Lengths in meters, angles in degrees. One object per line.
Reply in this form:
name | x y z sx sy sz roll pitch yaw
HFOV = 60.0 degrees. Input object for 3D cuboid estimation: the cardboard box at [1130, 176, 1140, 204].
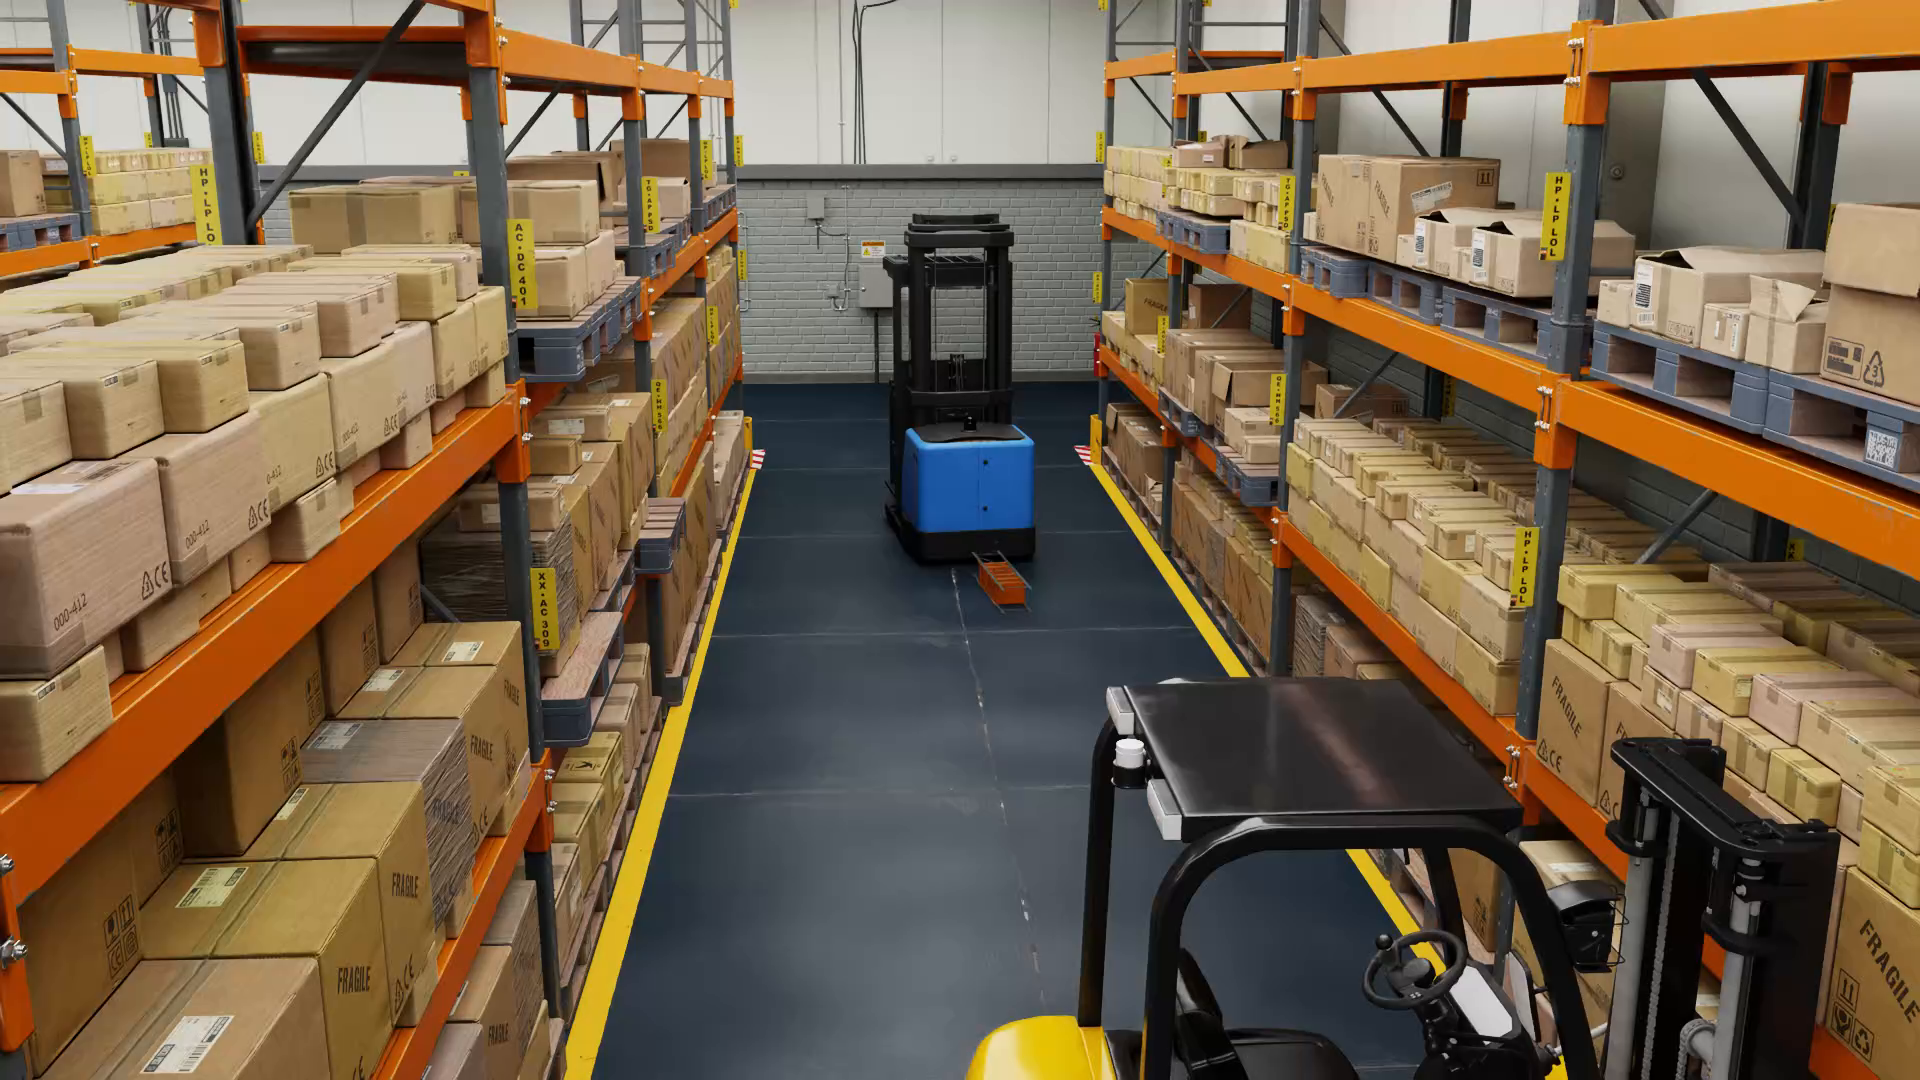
cardboard box | 1.937 -3.392 16.097 0.500 0.250 0.500 -1 14 -4

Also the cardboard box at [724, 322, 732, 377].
cardboard box | -2.501 -1.838 16.173 0.500 0.500 0.500 0 14 -2

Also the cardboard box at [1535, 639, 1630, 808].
cardboard box | 2.566 0.686 6.362 0.500 0.500 0.500 -1 14 -5

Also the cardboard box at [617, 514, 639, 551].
cardboard box | -1.959 -0.042 9.056 0.380 0.149 0.250 -1 14 -2

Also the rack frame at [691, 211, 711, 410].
rack frame | -2.650 -1.292 14.251 1.000 3.000 0.127 -1 14 -3

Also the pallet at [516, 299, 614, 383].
pallet | -2.086 -0.819 6.771 1.213 0.211 1.003 -1 14 -3

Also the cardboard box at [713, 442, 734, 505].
cardboard box | -2.638 -0.635 15.996 0.875 0.438 0.875 -1 14 -5

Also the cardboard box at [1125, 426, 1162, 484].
cardboard box | 1.946 -0.857 16.735 0.500 0.500 0.500 -1 14 -2

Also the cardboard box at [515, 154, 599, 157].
cardboard box | -2.801 -2.435 11.632 0.500 0.500 0.500 -1 14 -3

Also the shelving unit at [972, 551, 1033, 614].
shelving unit | 0.333 0.334 13.562 0.258 0.189 1.200 -3 15 -11

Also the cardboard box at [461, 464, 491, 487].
cardboard box | -2.470 -0.061 7.827 0.500 0.500 0.500 0 14 -2

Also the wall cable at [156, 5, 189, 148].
wall cable | -9.699 -8.056 22.046 2.277 5.999 0.120 -1 14 -3

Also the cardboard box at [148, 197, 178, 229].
cardboard box | -7.403 -2.944 14.952 0.500 0.250 0.500 0 14 -1

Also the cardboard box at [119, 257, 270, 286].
cardboard box | -2.408 -0.806 5.247 0.380 0.149 0.250 -1 14 -5

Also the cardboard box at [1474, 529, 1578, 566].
cardboard box | 2.560 0.051 7.531 0.380 0.149 0.250 -1 14 -3

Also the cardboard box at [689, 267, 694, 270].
cardboard box | -2.501 -2.347 14.845 0.380 0.149 0.250 -1 14 -4

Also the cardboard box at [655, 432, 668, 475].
cardboard box | -2.187 -0.596 10.845 0.500 0.250 0.500 -1 14 -4

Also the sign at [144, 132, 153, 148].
sign | -8.374 -4.053 17.207 0.100 0.325 0.005 -1 14 -3

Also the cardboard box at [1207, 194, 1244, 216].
cardboard box | 2.046 -2.490 12.348 0.380 0.149 0.250 -1 14 -2

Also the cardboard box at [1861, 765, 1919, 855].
cardboard box | 2.636 0.707 4.384 0.380 0.149 0.250 -1 14 -2

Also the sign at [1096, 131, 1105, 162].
sign | 1.514 -4.232 17.903 0.100 0.325 0.005 -1 14 -3

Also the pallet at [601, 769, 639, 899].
pallet | -2.283 1.551 8.800 1.003 0.211 1.213 -1 14 -3

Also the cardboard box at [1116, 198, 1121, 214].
cardboard box | 1.798 -3.420 17.006 0.380 0.149 0.250 -1 14 -2

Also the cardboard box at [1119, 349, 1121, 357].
cardboard box | 1.870 -1.965 17.372 0.380 0.149 0.250 0 14 -2

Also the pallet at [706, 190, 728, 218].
pallet | -2.763 -3.208 15.856 1.003 0.211 1.213 -1 14 -3

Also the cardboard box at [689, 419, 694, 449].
cardboard box | -2.328 -0.859 12.870 0.500 0.250 0.500 -1 14 -5

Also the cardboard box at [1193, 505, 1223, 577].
cardboard box | 2.179 0.018 13.333 0.500 0.500 0.500 -1 14 -5

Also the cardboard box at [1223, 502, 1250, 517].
cardboard box | 2.250 -0.192 12.850 0.380 0.149 0.250 -1 14 -3

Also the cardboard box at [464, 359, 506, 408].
cardboard box | -1.830 -0.559 5.888 0.380 0.149 0.250 -1 14 -3

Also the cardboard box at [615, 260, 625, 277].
cardboard box | -2.173 -1.553 9.750 0.380 0.149 0.250 -1 14 -3

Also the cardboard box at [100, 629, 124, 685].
cardboard box | -1.709 0.210 2.897 0.380 0.149 0.250 -1 14 -5

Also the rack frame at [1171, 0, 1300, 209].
rack frame | 2.304 -4.275 13.804 1.000 3.000 0.127 -1 14 -3

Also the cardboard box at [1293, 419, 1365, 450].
cardboard box | 2.277 -0.653 10.267 0.380 0.149 0.250 0 14 -2

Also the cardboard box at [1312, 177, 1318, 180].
cardboard box | 2.666 -2.502 11.837 0.380 0.149 0.250 -1 14 -4

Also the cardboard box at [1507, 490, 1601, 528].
cardboard box | 2.966 -0.151 8.314 0.380 0.149 0.250 -1 14 -4

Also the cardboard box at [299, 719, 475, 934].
cardboard box | -1.803 0.869 5.055 0.500 0.500 0.500 0 14 -2

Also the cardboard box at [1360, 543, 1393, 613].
cardboard box | 2.431 0.194 8.775 0.500 0.250 0.500 0 14 -2

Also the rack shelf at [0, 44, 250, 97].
rack shelf | -7.708 -4.243 15.132 1.077 0.370 4.000 -1 14 -3

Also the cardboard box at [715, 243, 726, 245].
cardboard box | -2.676 -3.047 17.564 0.380 0.149 0.250 -1 14 -3

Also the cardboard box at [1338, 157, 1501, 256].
cardboard box | 2.484 -1.820 9.038 0.700 0.500 0.500 -1 14 -5

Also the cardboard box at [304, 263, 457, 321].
cardboard box | -1.750 -0.752 5.036 0.380 0.149 0.250 0 14 -2

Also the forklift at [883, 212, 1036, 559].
forklift | -0.112 -1.573 15.480 1.130 2.935 3.031 -3 15 -10

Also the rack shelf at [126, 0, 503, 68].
rack shelf | -2.031 -1.360 3.927 1.077 0.370 4.000 -1 14 -3

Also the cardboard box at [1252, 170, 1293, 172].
cardboard box | 2.508 -2.833 13.084 0.380 0.149 0.250 0 14 -2

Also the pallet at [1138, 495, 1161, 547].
pallet | 2.262 -0.190 15.563 1.003 0.211 1.213 -1 14 -3

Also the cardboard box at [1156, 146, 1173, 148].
cardboard box | 2.362 -4.024 17.551 0.500 0.250 0.500 -1 14 -5

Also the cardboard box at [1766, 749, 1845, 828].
cardboard box | 2.633 0.726 4.906 0.380 0.149 0.250 -1 14 -5

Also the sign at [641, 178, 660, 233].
sign | -1.861 -2.008 9.977 0.100 0.325 0.005 -1 14 -3

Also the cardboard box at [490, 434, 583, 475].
cardboard box | -2.001 -0.403 7.855 0.380 0.149 0.250 0 14 0

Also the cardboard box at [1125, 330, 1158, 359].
cardboard box | 1.934 -1.940 16.475 0.500 0.250 0.500 -1 14 -5

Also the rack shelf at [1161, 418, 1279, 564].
rack shelf | 2.428 -0.523 12.708 1.077 0.370 4.000 -1 14 -3

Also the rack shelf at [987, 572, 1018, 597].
rack shelf | 0.348 0.353 13.490 0.258 0.180 0.103 -3 15 -11

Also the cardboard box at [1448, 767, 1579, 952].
cardboard box | 2.756 1.437 7.566 0.875 0.625 0.625 0 14 -1

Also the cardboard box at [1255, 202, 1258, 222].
cardboard box | 2.277 -2.286 11.598 0.380 0.149 0.250 -1 14 -3
